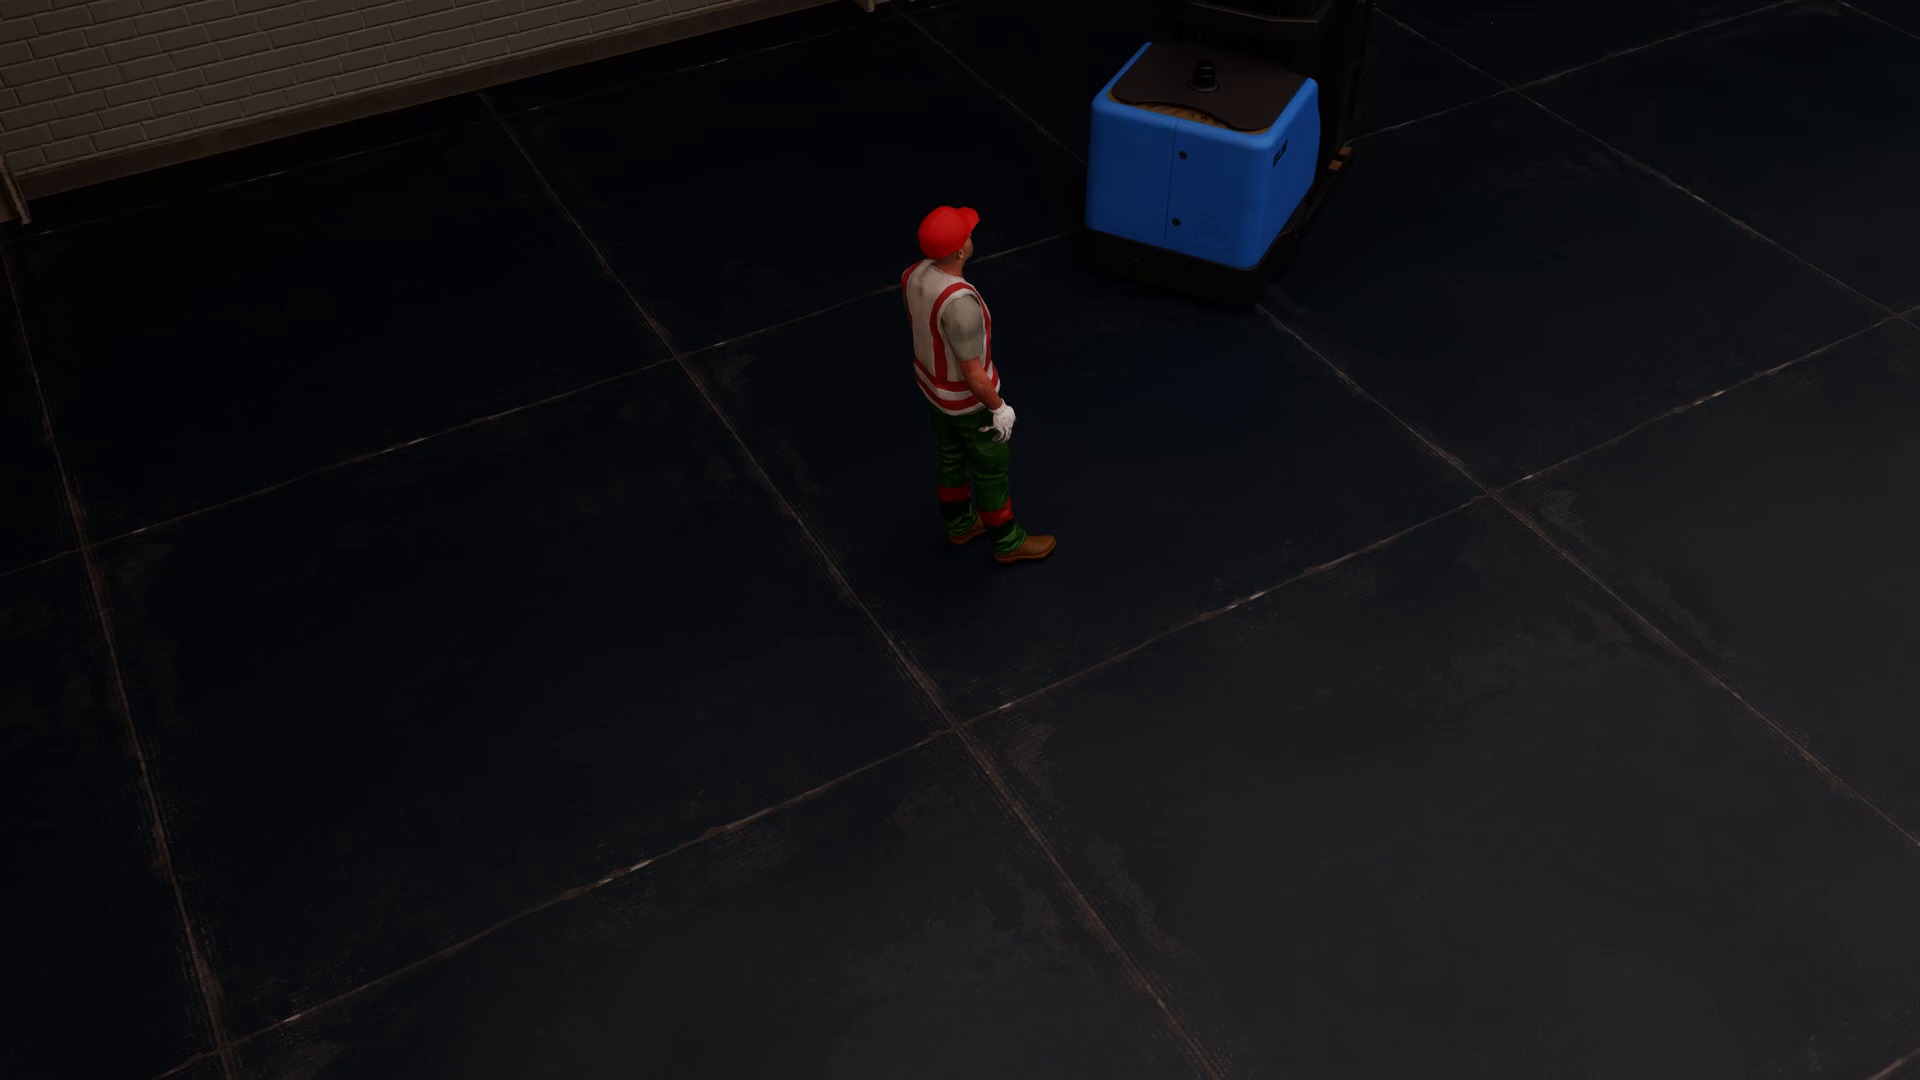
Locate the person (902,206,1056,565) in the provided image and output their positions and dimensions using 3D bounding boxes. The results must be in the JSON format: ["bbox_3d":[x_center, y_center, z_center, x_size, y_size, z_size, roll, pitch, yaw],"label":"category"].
[{"bbox_3d":[0.076,-0.682,7.261,0.562,1.790,0.637,-21,47,-21],"label":"person"}]

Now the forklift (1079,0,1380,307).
[{"bbox_3d":[1.800,-3.355,9.316,1.130,2.935,3.031,19,46,19],"label":"forklift"}]
